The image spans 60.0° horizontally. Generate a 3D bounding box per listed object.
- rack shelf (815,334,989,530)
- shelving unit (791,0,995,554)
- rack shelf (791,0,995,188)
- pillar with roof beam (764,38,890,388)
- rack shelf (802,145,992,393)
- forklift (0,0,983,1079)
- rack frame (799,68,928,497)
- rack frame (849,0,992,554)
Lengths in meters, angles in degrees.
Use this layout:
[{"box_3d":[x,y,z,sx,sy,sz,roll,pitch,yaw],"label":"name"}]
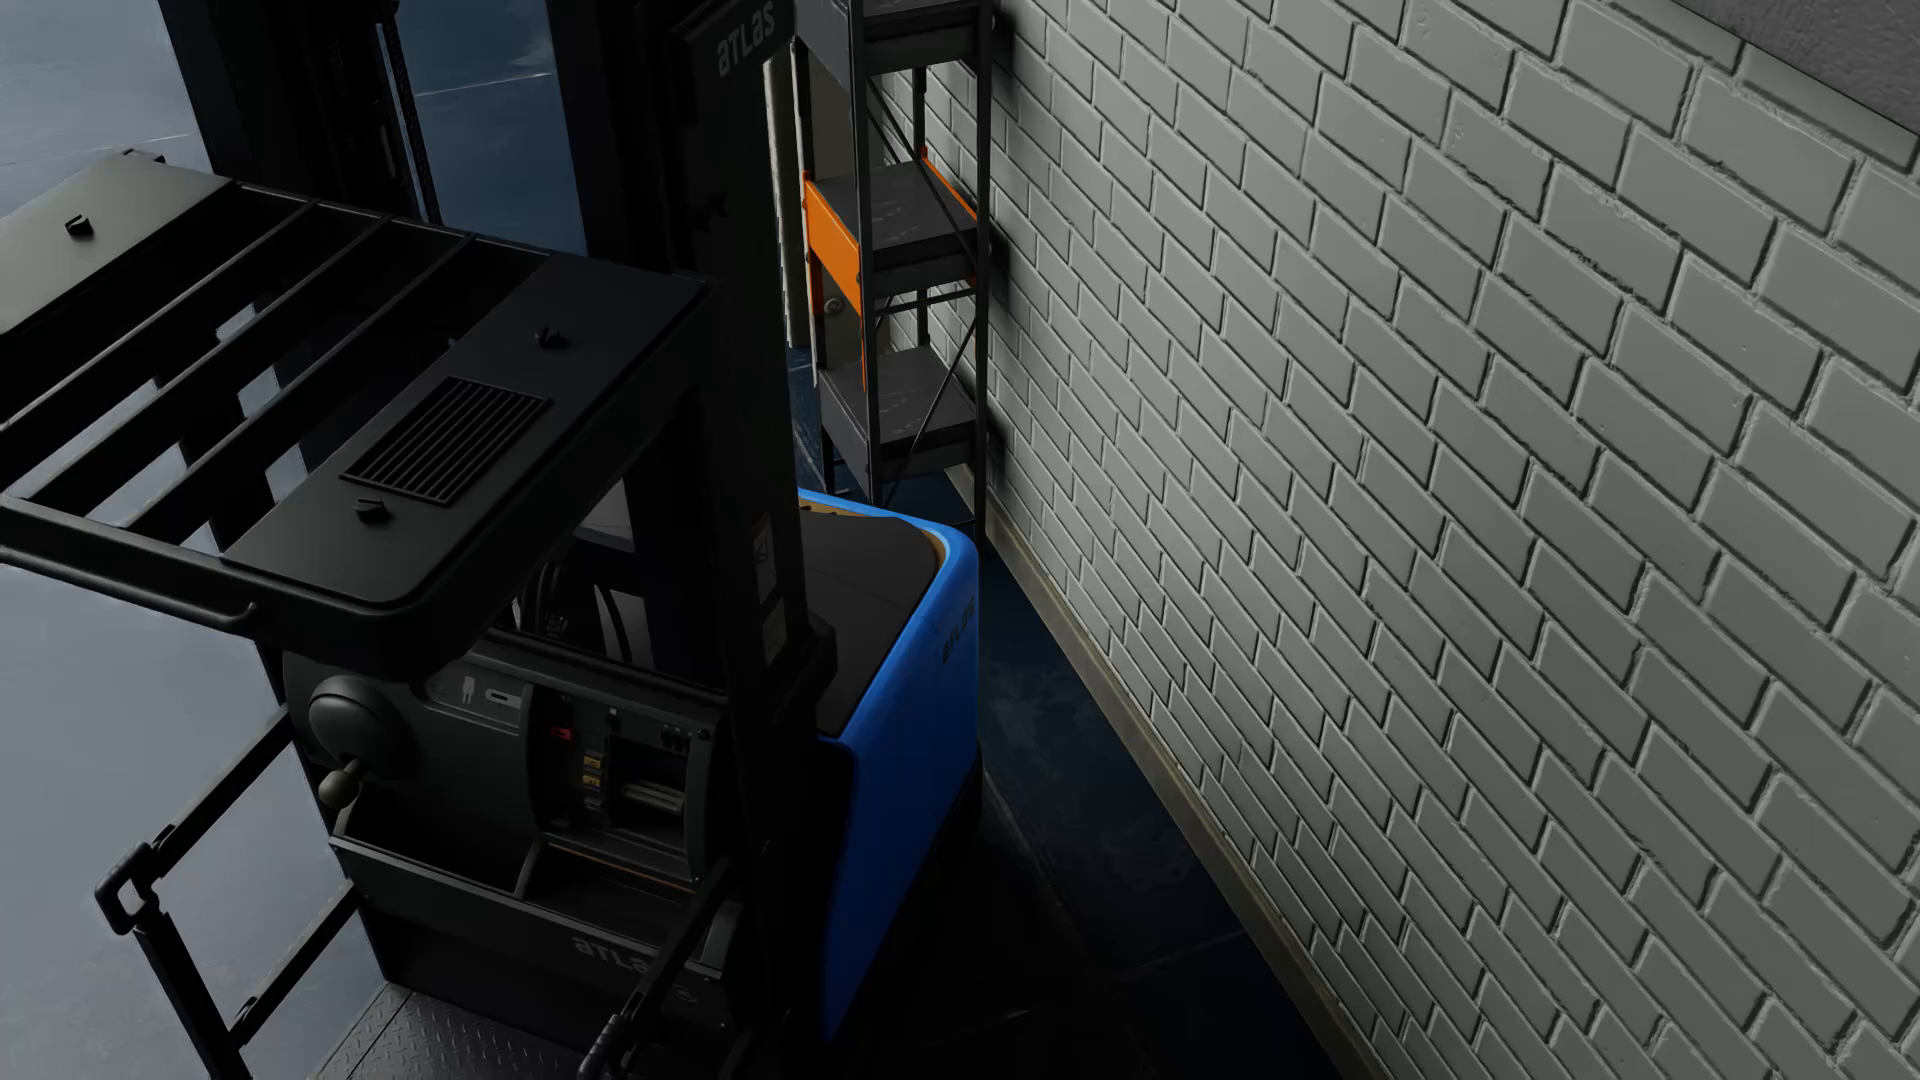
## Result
[{"box_3d":[-0.197,-0.310,5.595,0.431,0.518,0.480,-16,43,-18],"label":"rack shelf"},{"box_3d":[-0.197,-0.851,5.129,0.431,2.100,0.503,-16,43,-18],"label":"shelving unit"},{"box_3d":[-0.197,-1.372,4.682,0.431,0.518,0.480,-16,43,-18],"label":"rack shelf"},{"box_3d":[-4.456,-3.056,2.402,9.100,9.000,0.400,-15,43,-17],"label":"pillar with roof beam"},{"box_3d":[-0.197,-0.841,5.138,0.431,0.518,0.480,-16,43,-18],"label":"rack shelf"},{"box_3d":[-0.949,0.462,2.965,1.130,2.935,3.031,14,43,16],"label":"forklift"},{"box_3d":[-0.295,-0.997,5.299,0.400,2.100,0.015,-16,43,-18],"label":"rack frame"},{"box_3d":[-0.100,-0.705,4.960,0.400,2.100,0.015,-16,43,-18],"label":"rack frame"}]
